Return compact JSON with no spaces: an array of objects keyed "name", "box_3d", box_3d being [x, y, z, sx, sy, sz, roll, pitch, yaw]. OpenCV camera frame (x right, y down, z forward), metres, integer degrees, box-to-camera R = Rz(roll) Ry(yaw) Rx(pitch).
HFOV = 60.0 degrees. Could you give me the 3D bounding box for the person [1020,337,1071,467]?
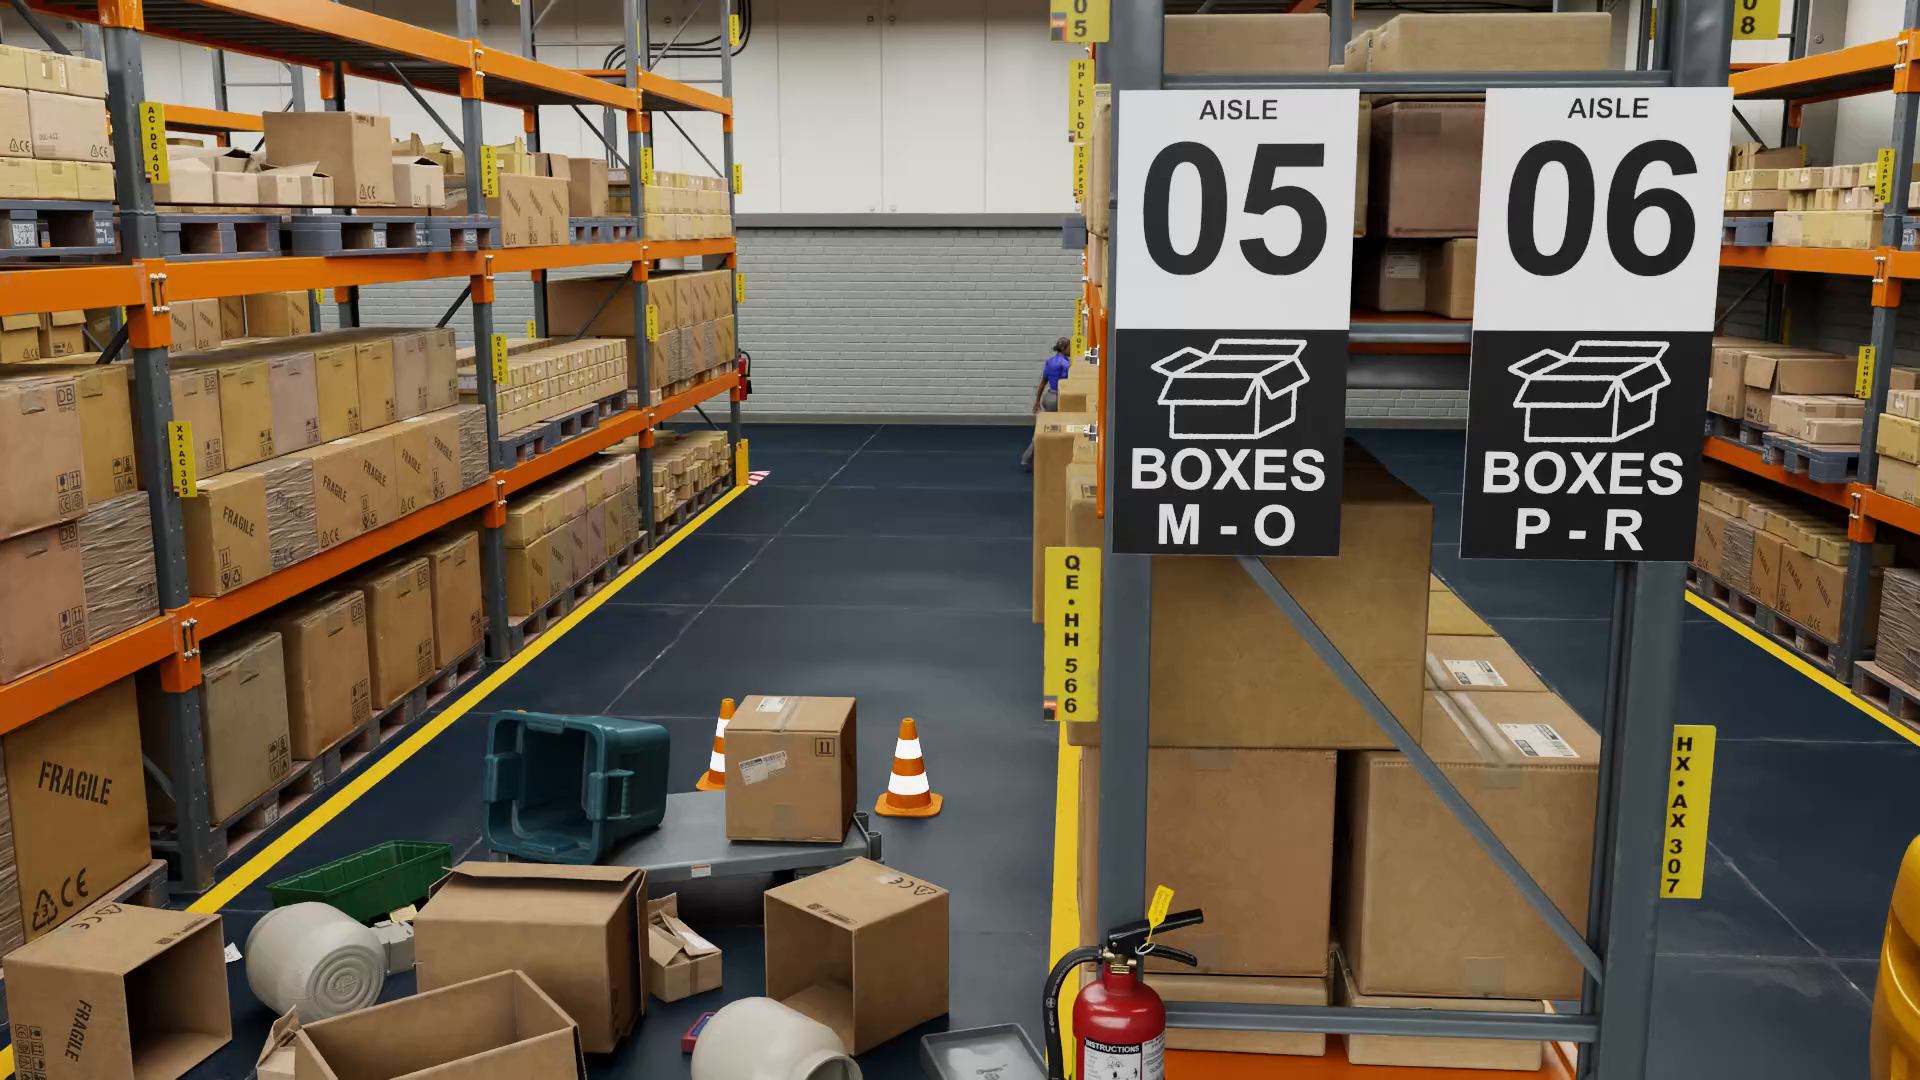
[{"name":"person","box_3d":[1.198,-1.662,20.206,1.019,1.580,0.492,-5,12,-25]}]
